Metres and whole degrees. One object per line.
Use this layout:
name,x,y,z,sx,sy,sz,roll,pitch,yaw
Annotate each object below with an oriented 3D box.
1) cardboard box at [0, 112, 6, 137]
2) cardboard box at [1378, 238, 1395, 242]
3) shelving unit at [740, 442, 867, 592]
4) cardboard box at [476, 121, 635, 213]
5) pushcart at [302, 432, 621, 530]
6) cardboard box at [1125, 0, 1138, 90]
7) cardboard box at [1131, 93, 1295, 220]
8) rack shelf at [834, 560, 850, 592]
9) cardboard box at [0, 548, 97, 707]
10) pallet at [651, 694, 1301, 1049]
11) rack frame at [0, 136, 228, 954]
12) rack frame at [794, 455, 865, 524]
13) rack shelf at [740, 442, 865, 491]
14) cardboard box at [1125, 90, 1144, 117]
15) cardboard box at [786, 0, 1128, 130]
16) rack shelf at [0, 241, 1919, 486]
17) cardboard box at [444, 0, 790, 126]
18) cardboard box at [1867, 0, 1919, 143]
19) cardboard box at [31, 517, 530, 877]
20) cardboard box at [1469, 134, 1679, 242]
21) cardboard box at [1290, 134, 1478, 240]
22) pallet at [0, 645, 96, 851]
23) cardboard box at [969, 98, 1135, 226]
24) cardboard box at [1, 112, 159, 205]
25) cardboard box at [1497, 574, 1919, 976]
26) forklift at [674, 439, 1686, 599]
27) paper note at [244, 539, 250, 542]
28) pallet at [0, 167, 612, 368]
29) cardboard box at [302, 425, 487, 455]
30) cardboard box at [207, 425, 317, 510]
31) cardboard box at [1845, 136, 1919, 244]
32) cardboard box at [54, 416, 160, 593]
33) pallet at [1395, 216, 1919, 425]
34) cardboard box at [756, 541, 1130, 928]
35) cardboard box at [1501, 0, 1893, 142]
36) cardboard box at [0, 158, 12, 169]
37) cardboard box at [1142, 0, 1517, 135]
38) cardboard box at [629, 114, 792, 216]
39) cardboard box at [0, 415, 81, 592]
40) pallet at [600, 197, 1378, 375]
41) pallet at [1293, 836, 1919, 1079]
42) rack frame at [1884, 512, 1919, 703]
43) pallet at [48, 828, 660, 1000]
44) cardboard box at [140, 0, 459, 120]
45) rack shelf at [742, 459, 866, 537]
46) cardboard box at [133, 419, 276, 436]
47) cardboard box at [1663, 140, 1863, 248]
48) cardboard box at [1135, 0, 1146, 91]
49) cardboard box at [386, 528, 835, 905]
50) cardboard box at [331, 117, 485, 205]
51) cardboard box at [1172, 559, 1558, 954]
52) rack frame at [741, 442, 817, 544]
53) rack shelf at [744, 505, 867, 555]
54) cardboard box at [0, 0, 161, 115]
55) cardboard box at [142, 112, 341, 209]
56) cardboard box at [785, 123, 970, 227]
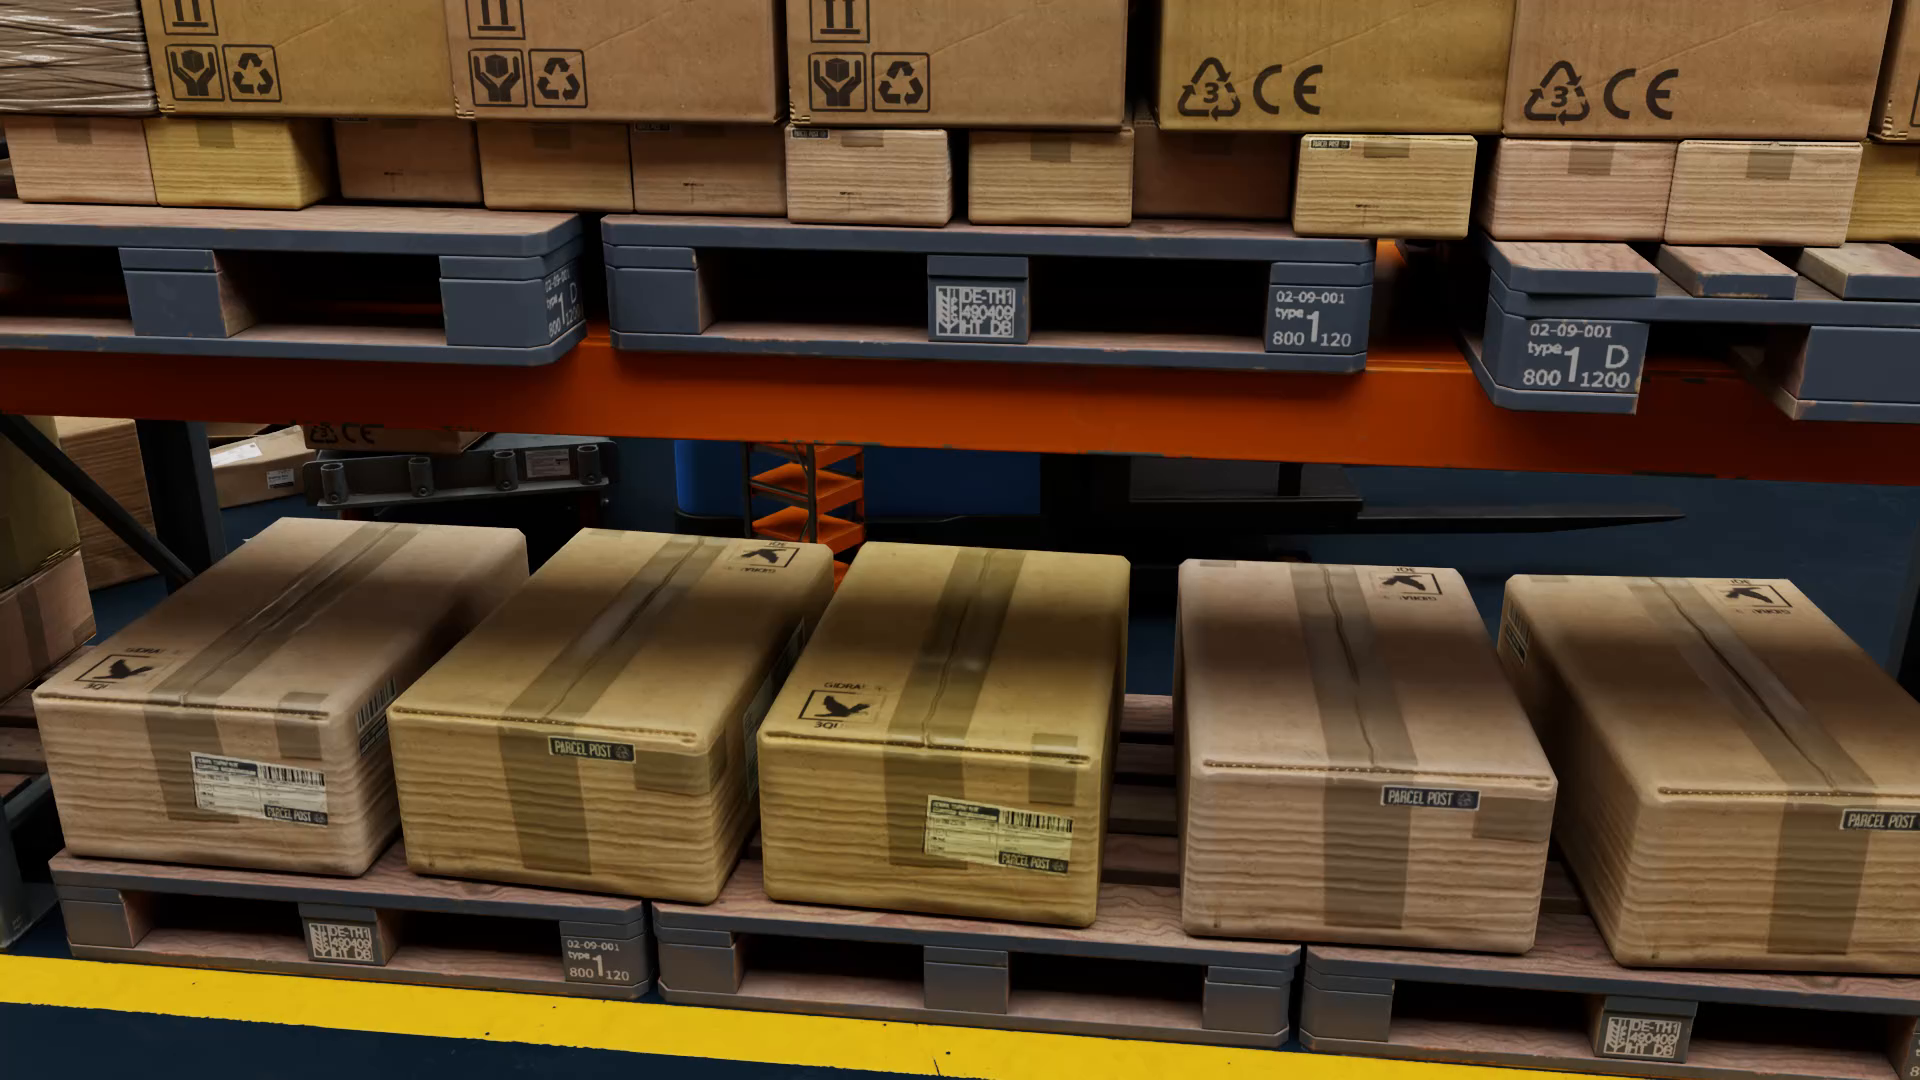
cardboard box,-2.322,-1.055,3.488,0.500,0.500,0.500,2,22,6
cardboard box,1.943,-1.596,7.887,0.750,0.750,1.050,2,22,6
shelving unit,-0.395,-0.150,4.188,0.258,1.200,0.189,15,26,34
cardboard box,-0.618,-0.664,2.810,0.250,0.149,0.380,3,22,7
pushcart,-1.699,-0.365,5.849,0.936,0.377,1.648,-5,22,-12
cardboard box,0.093,-1.126,3.095,0.500,0.500,0.500,2,22,4
cardboard box,0.412,-0.640,2.750,0.250,0.149,0.380,3,22,7
rack shelf,-0.395,0.114,4.292,0.258,0.103,0.180,15,26,34
cardboard box,-2.472,0.210,3.998,0.500,0.250,0.500,2,22,4
pallet,0.071,0.632,3.553,1.213,0.211,1.003,2,22,6
rack frame,-1.918,-0.750,3.256,0.127,3.000,1.000,2,22,6
rack frame,-0.340,-0.177,4.256,0.240,1.200,0.006,15,26,34
rack shelf,-0.395,-0.221,4.160,0.258,0.103,0.180,15,26,34
cardboard box,0.406,-0.789,3.127,0.250,0.149,0.380,3,22,8
cardboard box,0.012,-0.939,2.622,0.500,0.500,0.500,2,22,4
rack shelf,0.069,-0.328,3.169,4.000,0.370,1.077,2,22,6
cardboard box,-0.499,-0.957,2.668,0.500,0.500,0.500,2,22,6
cardboard box,1.570,-0.875,2.461,0.500,0.500,0.500,2,22,5
cardboard box,-1.396,0.299,3.607,0.625,0.372,0.950,3,22,7
cardboard box,0.922,-0.577,2.589,0.250,0.149,0.380,1,22,4
cardboard box,0.647,-0.584,2.606,0.250,0.149,0.380,3,22,7
pallet,-2.589,0.531,3.809,1.213,0.211,1.003,2,22,6
cardboard box,0.153,-0.621,2.702,0.250,0.149,0.380,2,22,5
cardboard box,-1.406,-0.689,2.873,0.250,0.149,0.380,3,22,7
cardboard box,1.495,0.422,3.295,0.625,0.372,0.950,1,22,3
forklift,0.673,-1.339,4.841,3.031,2.935,1.130,0,22,-1
paper note,-2.243,-0.015,5.435,0.142,0.019,0.148,2,22,6
pallet,-1.176,-0.574,3.073,1.213,0.211,1.003,2,22,6
cardboard box,-1.738,-0.590,5.223,0.500,0.500,0.500,2,22,6
cardboard box,-2.474,-0.297,5.830,0.396,0.266,0.258,-14,25,-31
cardboard box,1.427,-0.568,2.568,0.250,0.149,0.380,3,22,7
cardboard box,-2.822,-0.131,5.089,0.500,0.500,0.500,-19,28,-40
pallet,1.334,-0.479,2.833,1.003,0.211,1.213,2,22,6
cardboard box,0.009,0.358,3.457,0.625,0.372,0.950,3,22,8
cardboard box,1.056,-0.893,2.507,0.500,0.500,0.500,2,22,5
cardboard box,-2.193,-0.763,3.633,0.250,0.149,0.380,2,22,6
cardboard box,0.554,-0.915,2.561,0.500,0.500,0.500,1,22,3
cardboard box,-0.373,-0.653,2.781,0.250,0.149,0.380,3,22,7
cardboard box,-2.472,-0.139,3.860,0.500,0.500,0.500,4,22,9
pallet,0.084,-0.558,3.032,1.213,0.211,1.003,2,22,6
pallet,1.279,0.686,3.418,1.213,0.211,1.003,2,22,6
rack frame,2.055,-0.576,2.818,0.127,3.000,1.000,2,22,6
pallet,-1.144,0.580,3.685,1.213,0.211,1.003,2,22,6
cardboard box,-0.988,-0.983,2.735,0.500,0.500,0.500,3,22,6
rack shelf,-0.395,-0.109,4.204,0.258,0.103,0.180,15,26,34
cardboard box,-2.918,-0.636,6.179,0.503,0.637,0.797,2,22,6
cardboard box,1.171,-0.563,2.554,0.250,0.149,0.380,2,22,6
cardboard box,0.589,-1.101,3.033,0.500,0.500,0.500,3,22,7
cardboard box,-0.682,0.329,3.531,0.625,0.372,0.950,4,22,10
cardboard box,-0.869,-0.690,2.877,0.250,0.149,0.380,4,22,10
cardboard box,0.761,0.393,3.368,0.625,0.372,0.950,2,22,5
rack frame,-0.449,-0.123,4.120,0.240,1.200,0.006,15,26,34
rack shelf,-0.395,0.003,4.248,0.258,0.103,0.180,15,26,34
cardboard box,-1.486,-1.005,2.789,0.500,0.500,0.500,3,22,8
cardboard box,-1.159,-0.675,2.837,0.250,0.149,0.380,3,22,7
cardboard box,-0.115,-0.622,2.704,0.250,0.149,0.380,3,22,8
